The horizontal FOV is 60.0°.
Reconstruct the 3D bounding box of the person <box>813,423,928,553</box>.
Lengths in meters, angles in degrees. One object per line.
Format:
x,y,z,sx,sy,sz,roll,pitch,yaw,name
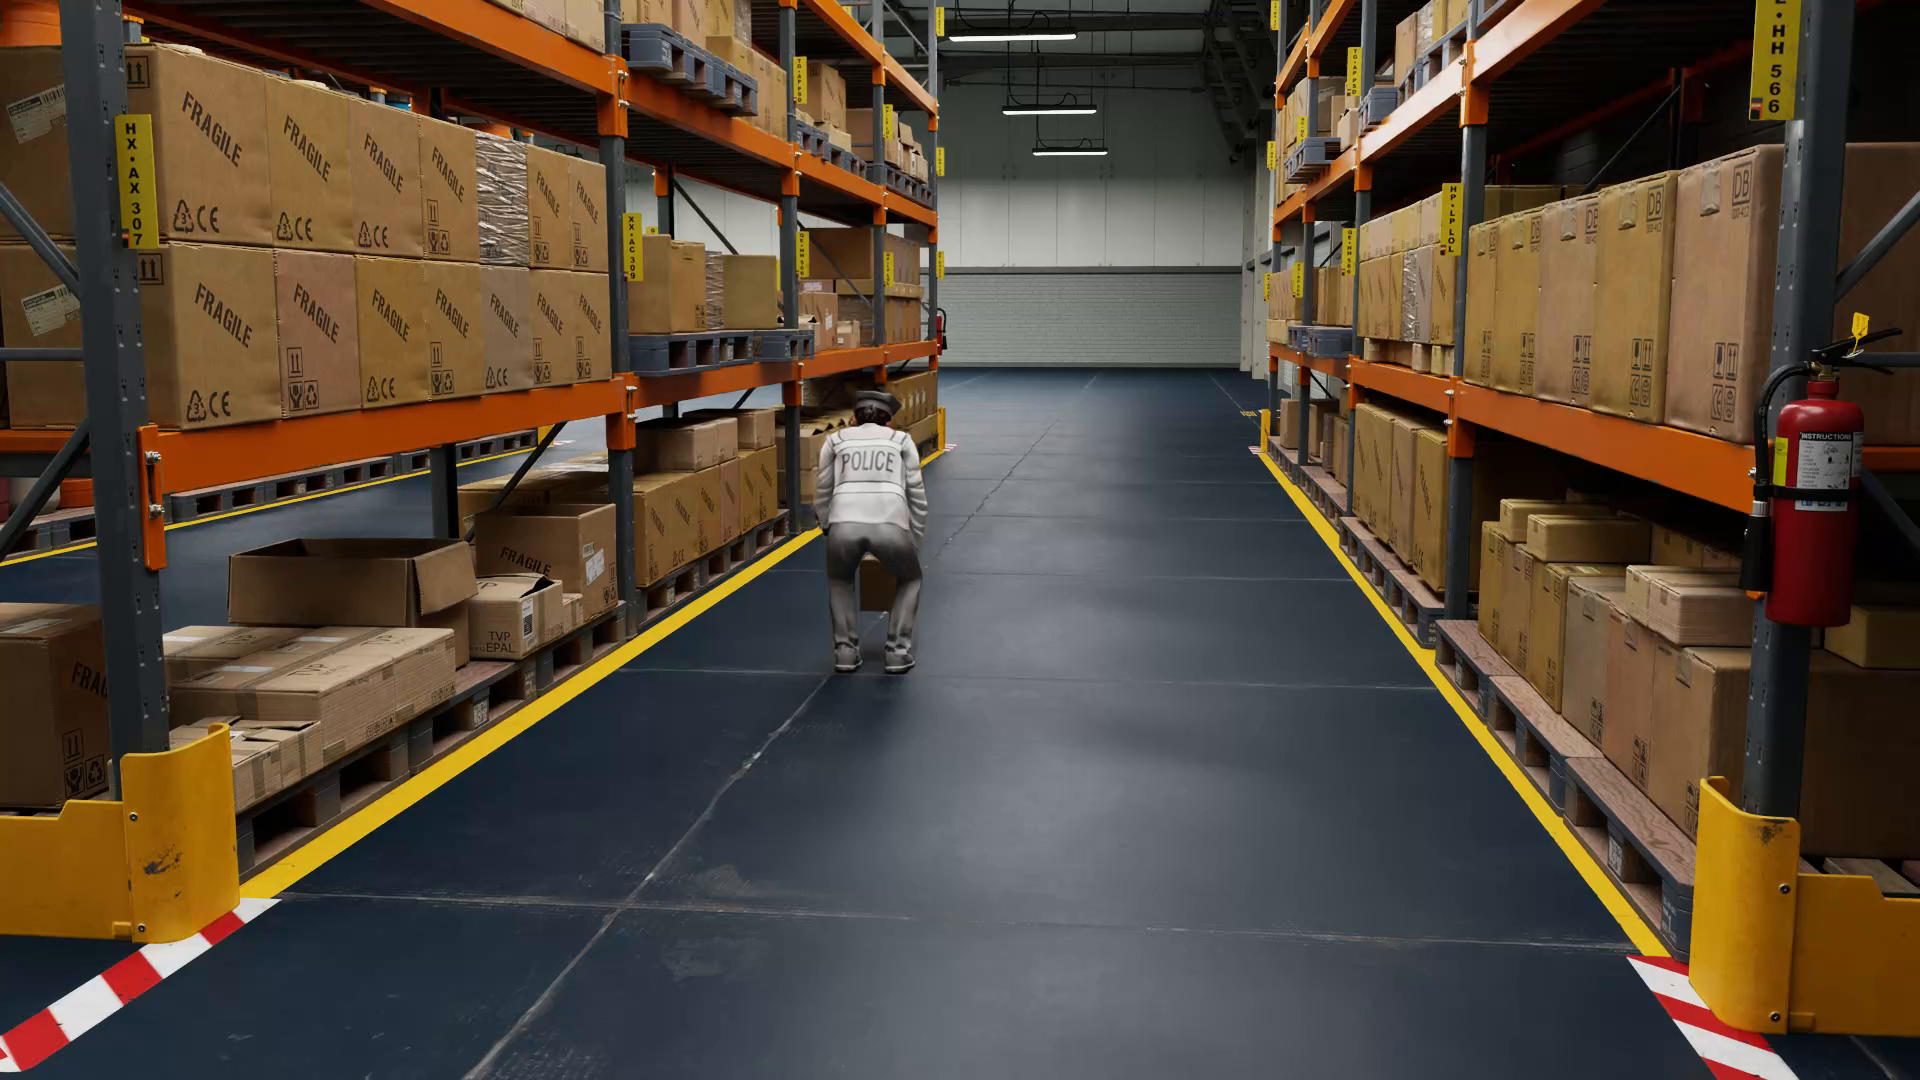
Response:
-0.434,-0.213,7.531,0.532,0.612,0.595,1,8,6,person
